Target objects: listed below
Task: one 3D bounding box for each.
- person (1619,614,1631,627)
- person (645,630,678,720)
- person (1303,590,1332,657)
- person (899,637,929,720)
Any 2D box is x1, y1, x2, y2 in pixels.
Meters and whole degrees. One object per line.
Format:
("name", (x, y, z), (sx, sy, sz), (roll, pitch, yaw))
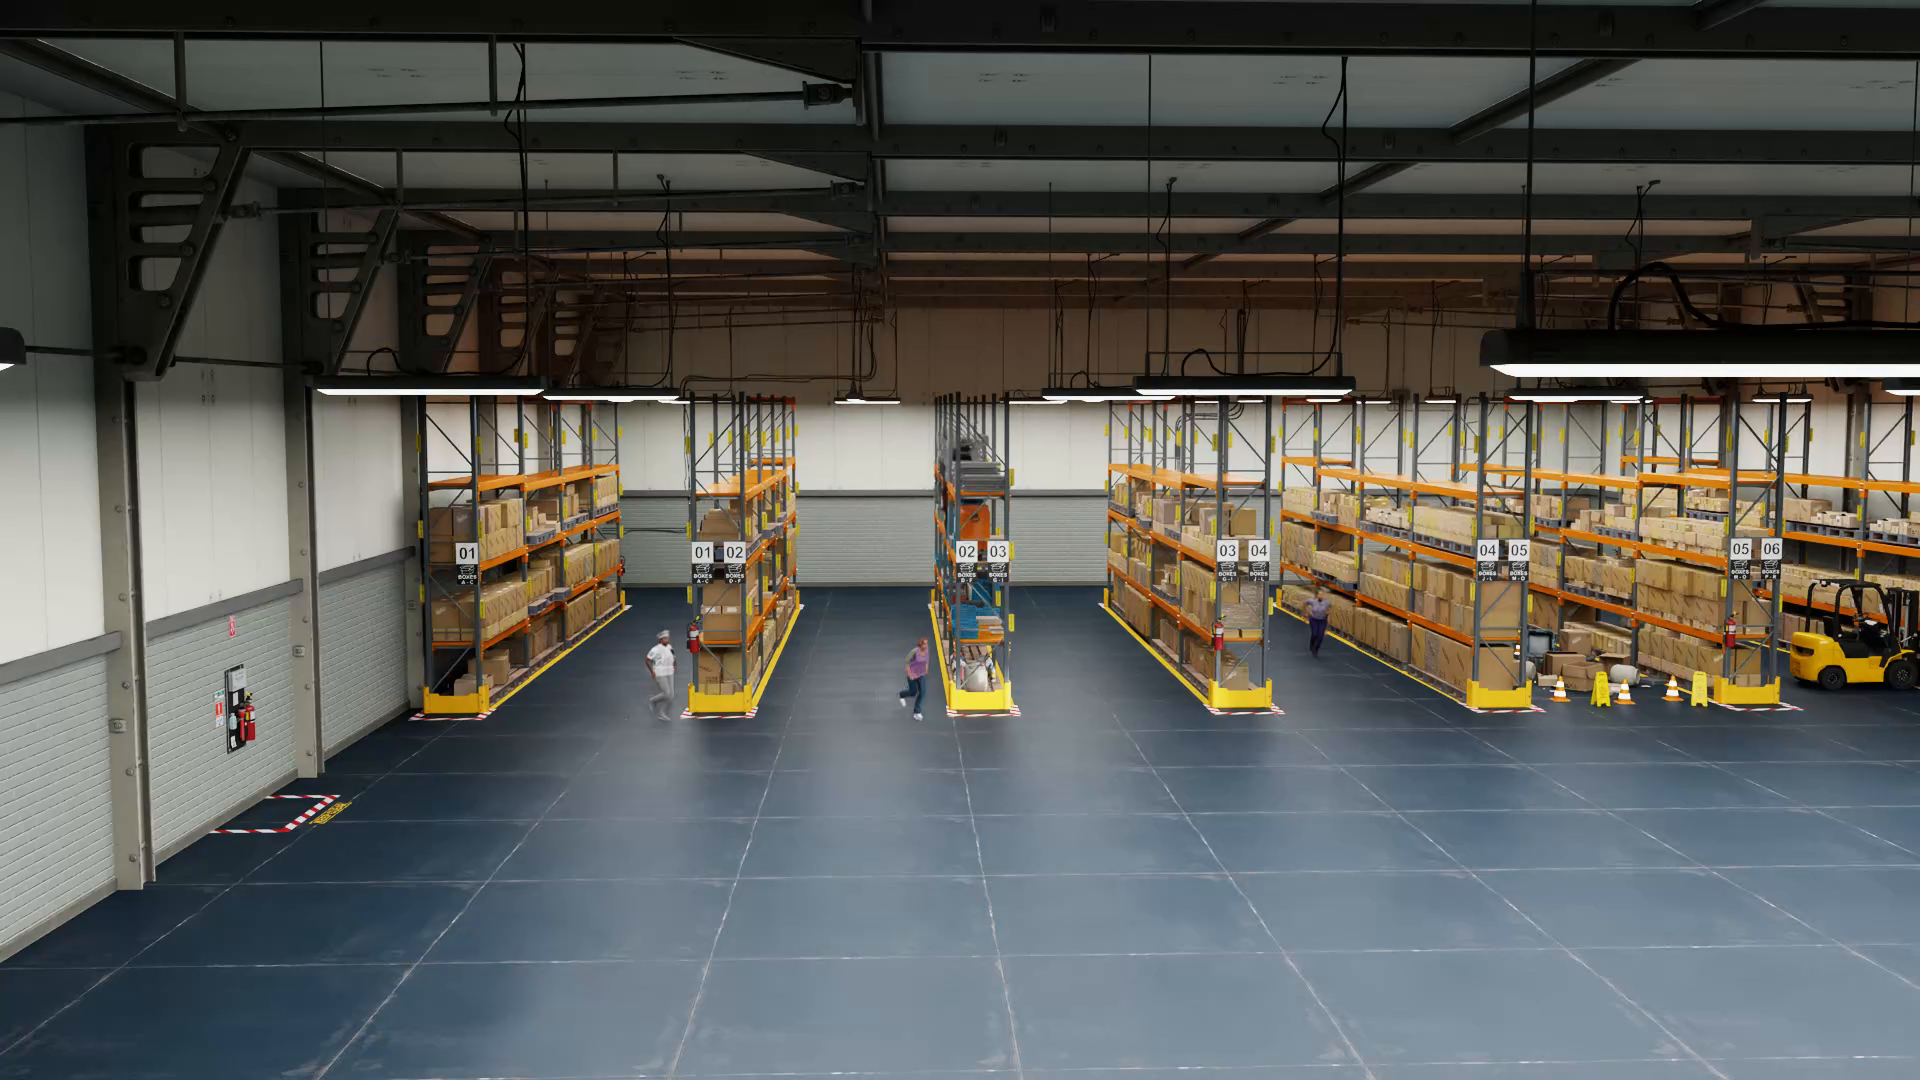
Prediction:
("person", (17.270, 1.385, 43.337), (0.690, 1.733, 0.715), (-1, 5, -16))
("person", (-5.396, 2.474, 30.394), (0.575, 1.665, 0.573), (4, 6, 40))
("person", (8.169, 1.903, 37.949), (0.591, 1.573, 0.727), (0, 5, -3))
("person", (-0.856, 2.522, 30.708), (0.542, 1.547, 0.838), (-4, 6, -41))
